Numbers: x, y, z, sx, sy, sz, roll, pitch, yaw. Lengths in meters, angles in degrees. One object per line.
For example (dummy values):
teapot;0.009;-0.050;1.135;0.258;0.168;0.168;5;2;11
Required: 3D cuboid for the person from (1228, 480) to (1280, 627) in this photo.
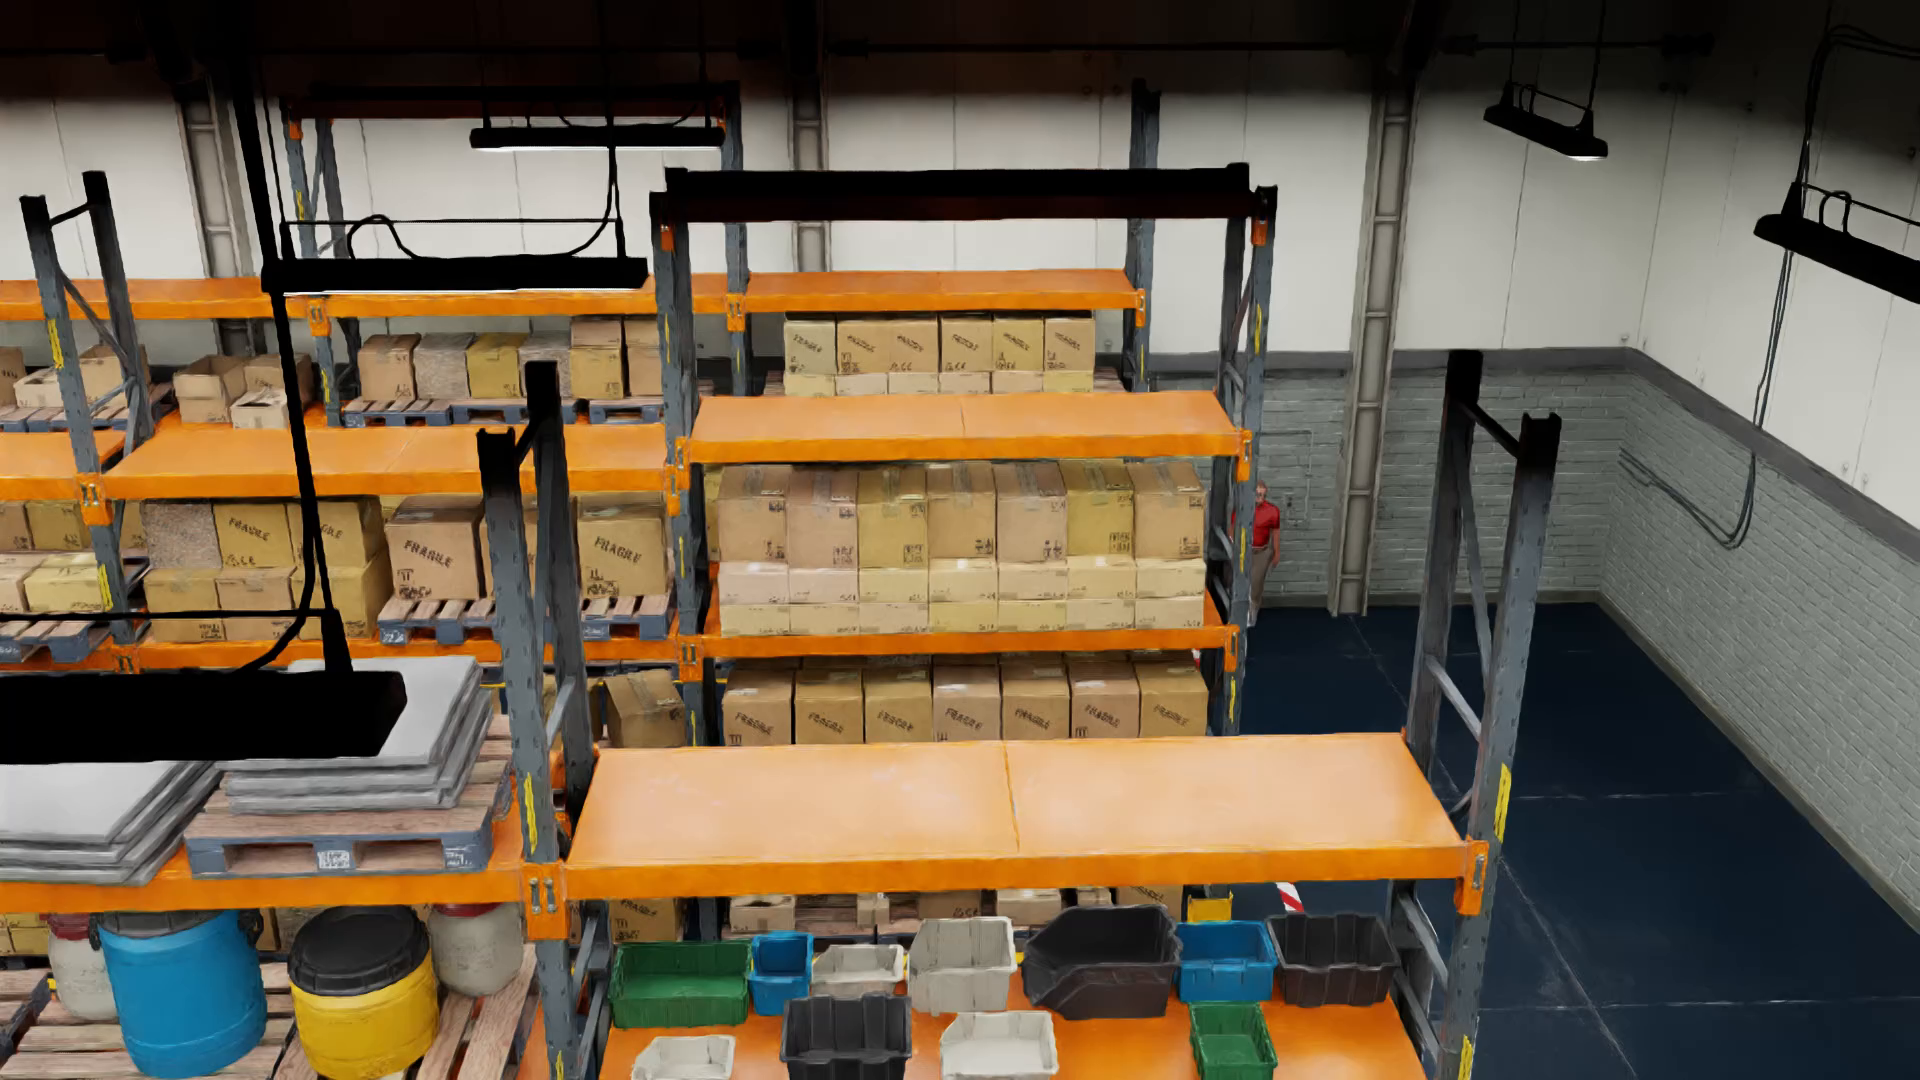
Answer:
person;3.206;0.113;18.551;0.712;1.718;0.500;10;24;23
